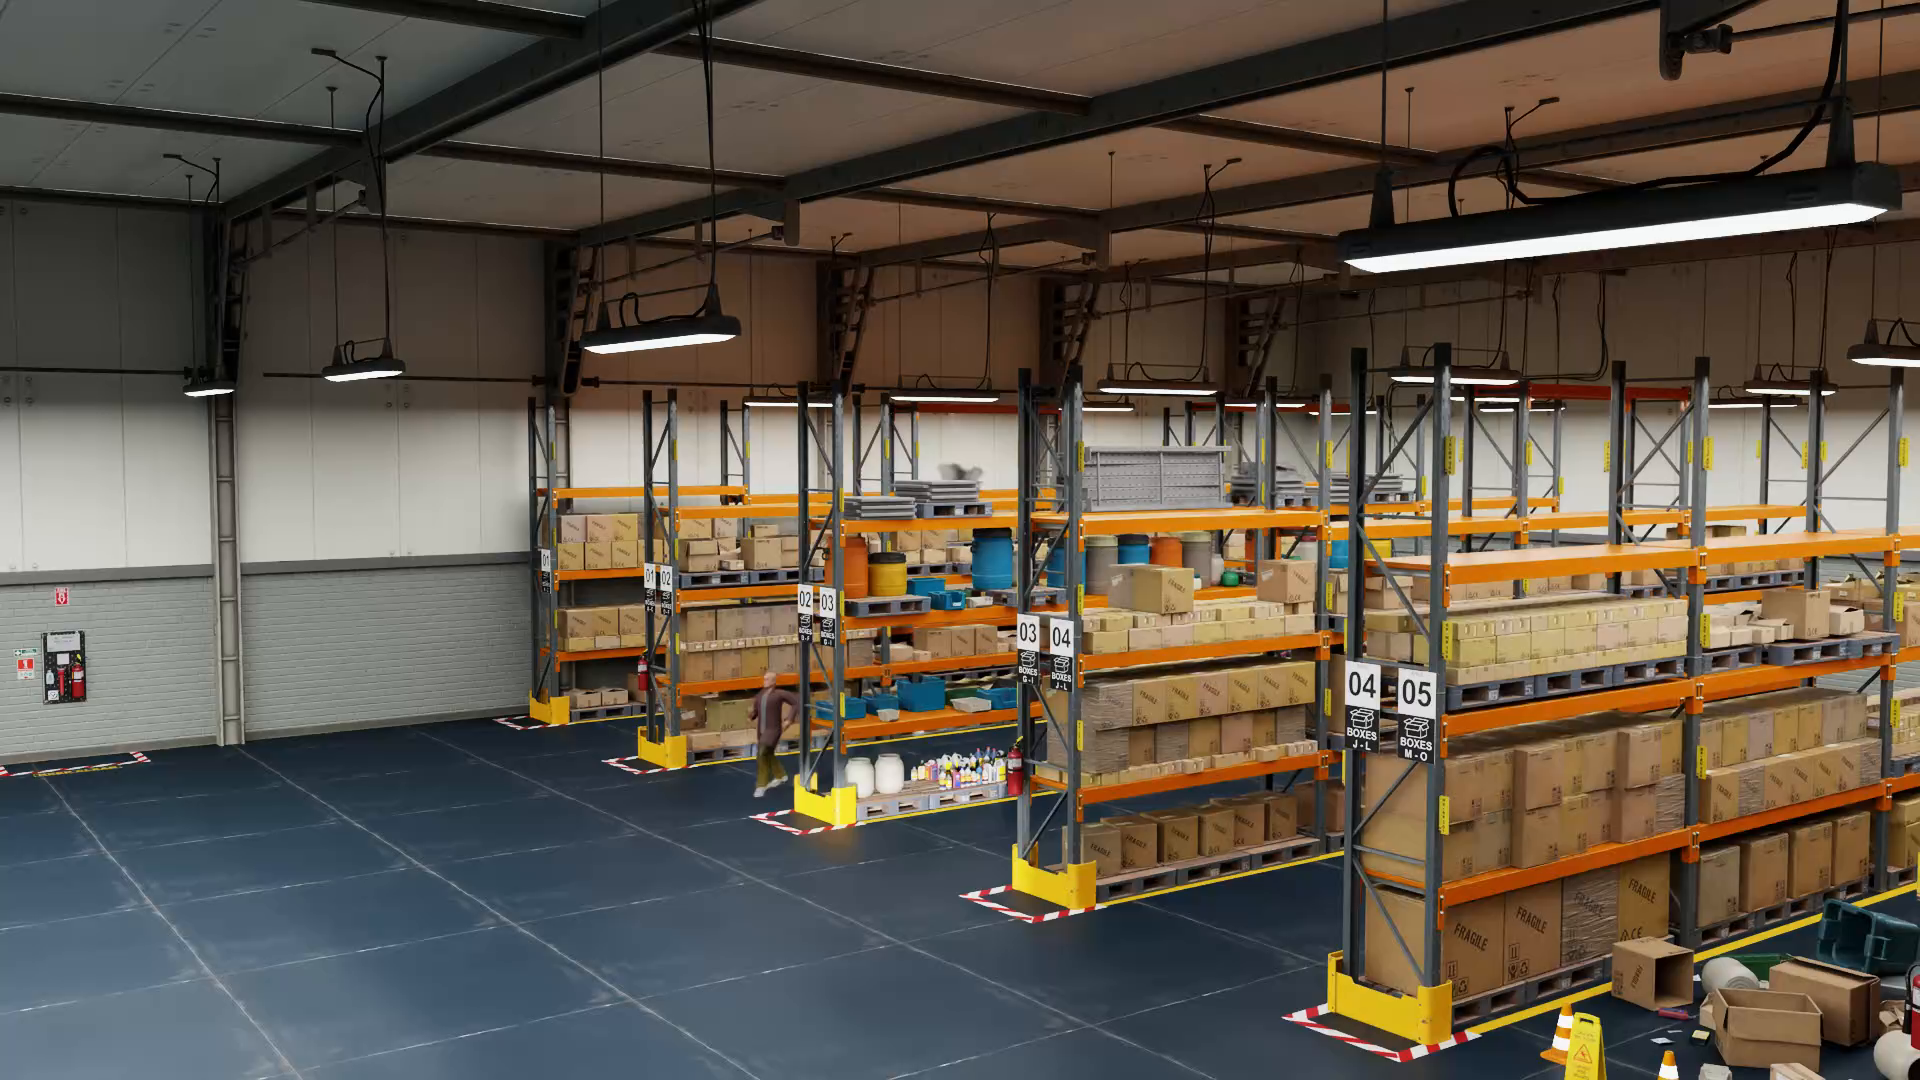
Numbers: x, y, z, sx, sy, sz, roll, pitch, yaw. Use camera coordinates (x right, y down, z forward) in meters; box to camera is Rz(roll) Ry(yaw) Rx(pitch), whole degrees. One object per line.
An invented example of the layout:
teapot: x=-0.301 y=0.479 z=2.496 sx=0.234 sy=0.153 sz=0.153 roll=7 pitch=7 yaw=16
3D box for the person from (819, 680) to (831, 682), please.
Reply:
person: x=-2.463 y=2.502 z=30.568 sx=0.873 sy=1.666 sz=0.606 roll=-3 pitch=5 yaw=-43

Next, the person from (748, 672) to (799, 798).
person: x=-2.768 y=2.855 z=24.466 sx=0.727 sy=1.830 sz=0.840 roll=3 pitch=4 yaw=41
